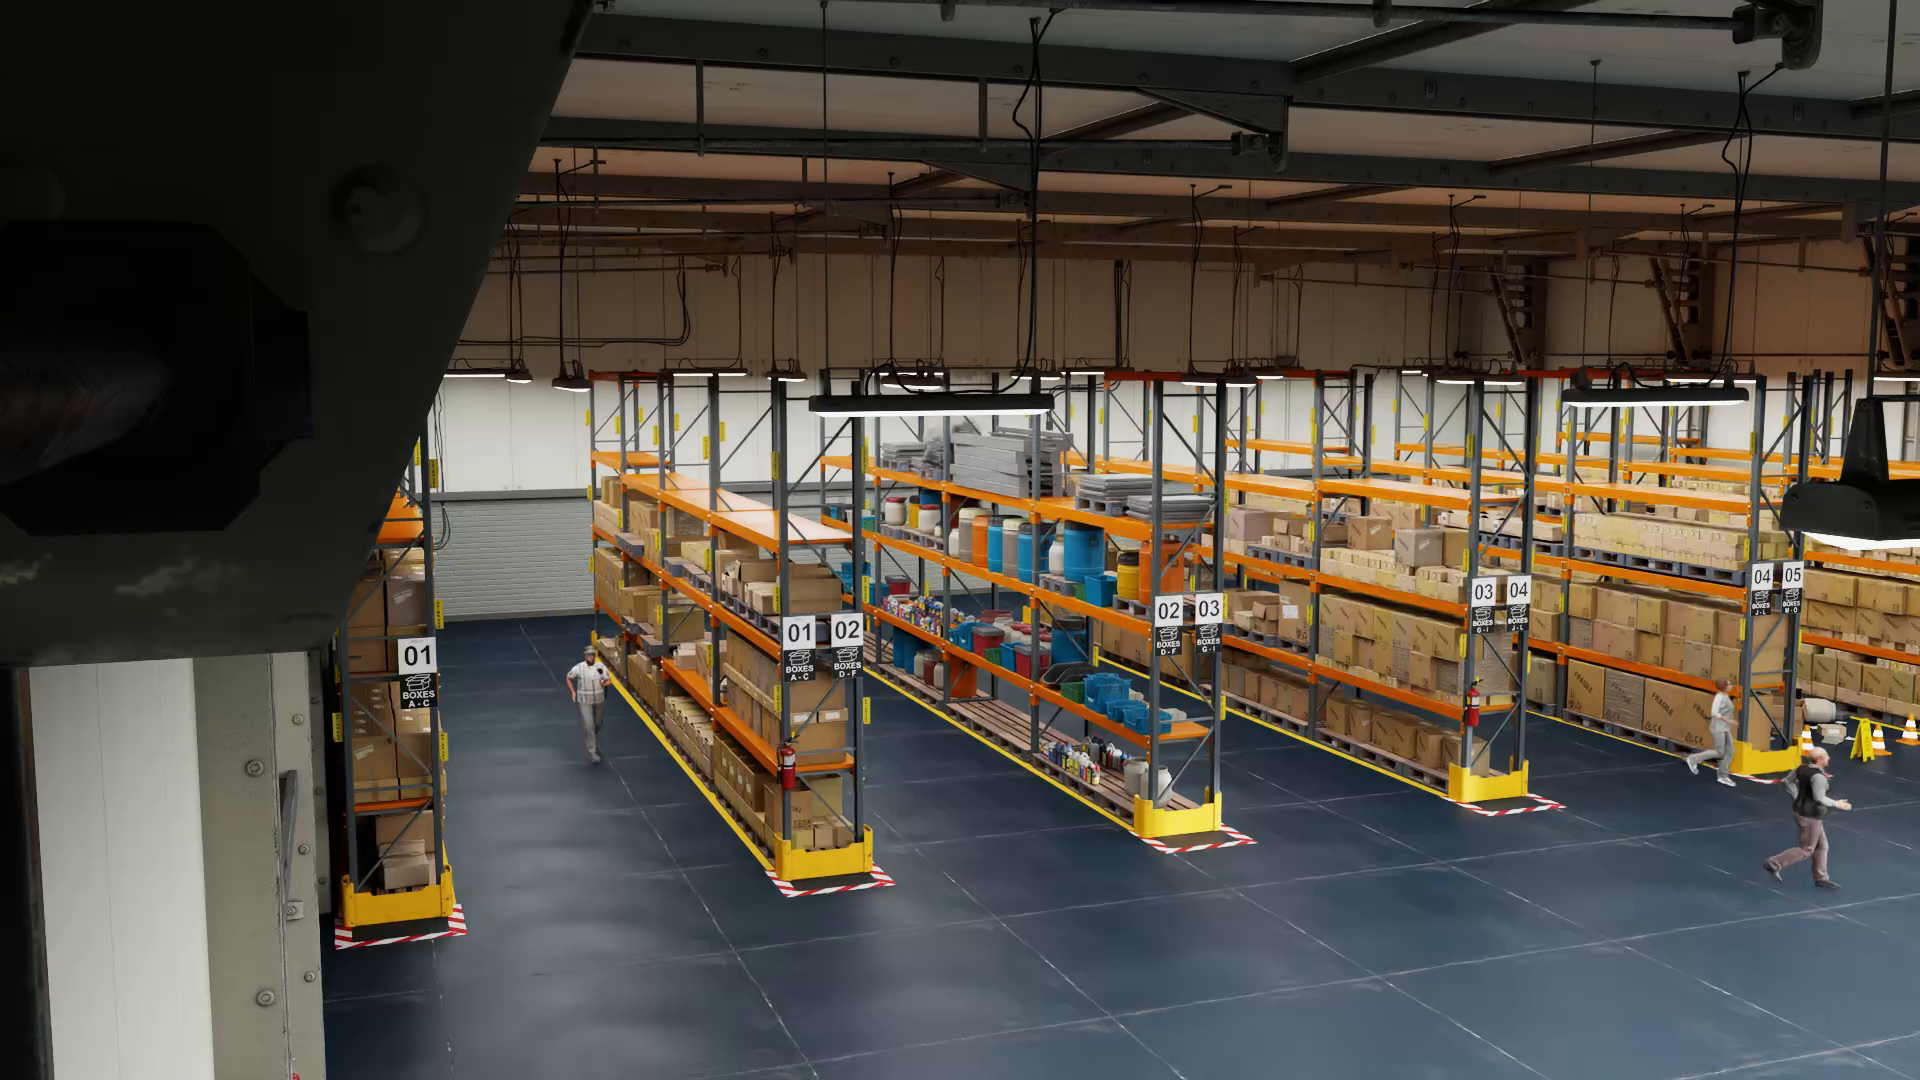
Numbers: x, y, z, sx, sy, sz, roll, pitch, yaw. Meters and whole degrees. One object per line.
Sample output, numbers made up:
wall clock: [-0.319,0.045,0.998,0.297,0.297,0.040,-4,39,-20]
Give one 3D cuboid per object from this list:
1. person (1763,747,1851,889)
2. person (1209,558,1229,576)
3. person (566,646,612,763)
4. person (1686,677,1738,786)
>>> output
person: [9.988,3.289,19.662,0.934,1.712,0.648,1,6,7]
person: [6.346,0.949,41.246,0.540,1.581,0.665,-4,7,-32]
person: [-5.781,2.520,26.074,0.662,1.768,0.989,-4,7,-30]
person: [11.206,2.814,24.669,0.704,1.584,0.558,5,8,38]
